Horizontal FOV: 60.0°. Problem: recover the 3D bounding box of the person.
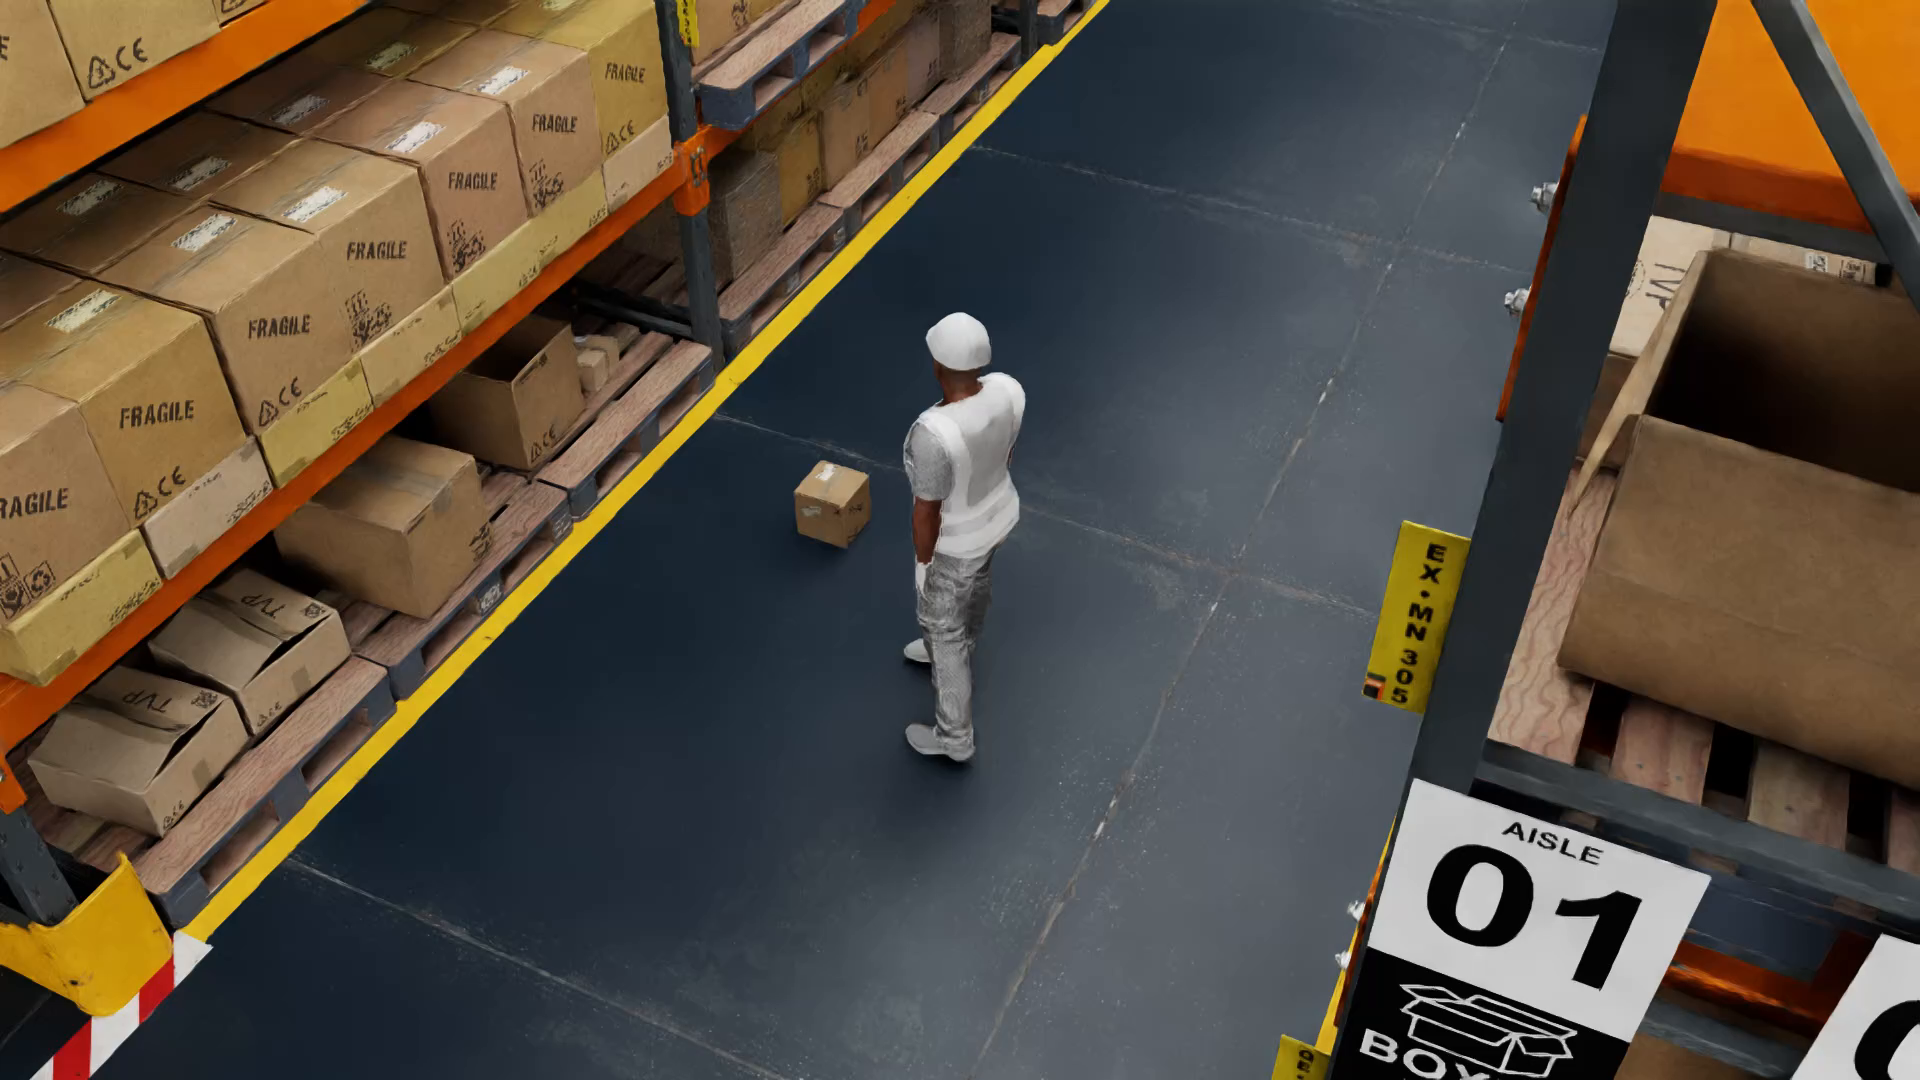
[{"bbox_3d":[-0.037,-0.030,6.177,0.569,1.779,0.659,25,48,26],"label":"person"}]
